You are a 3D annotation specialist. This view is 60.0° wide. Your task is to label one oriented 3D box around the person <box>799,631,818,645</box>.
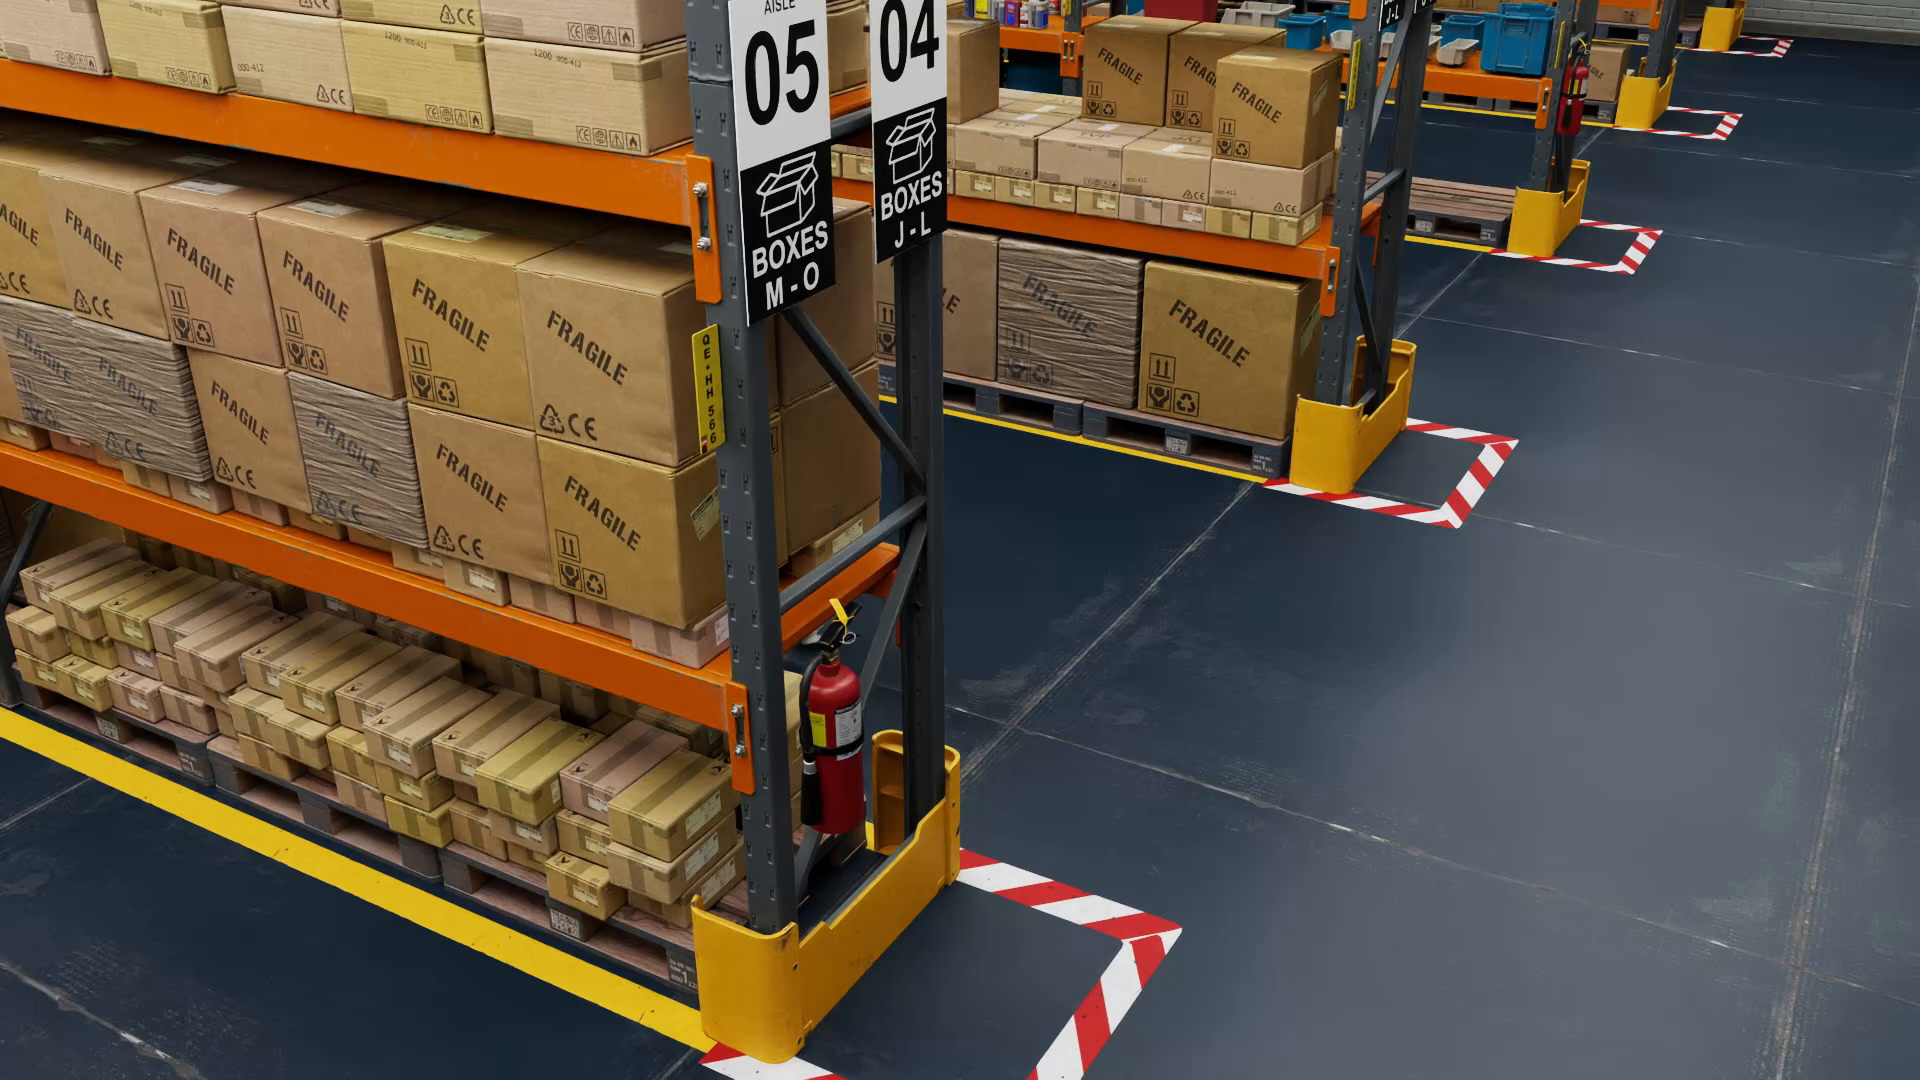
[{"bbox_3d":[-0.889,-0.304,7.209,0.544,1.709,0.494,12,29,23],"label":"person"}]
